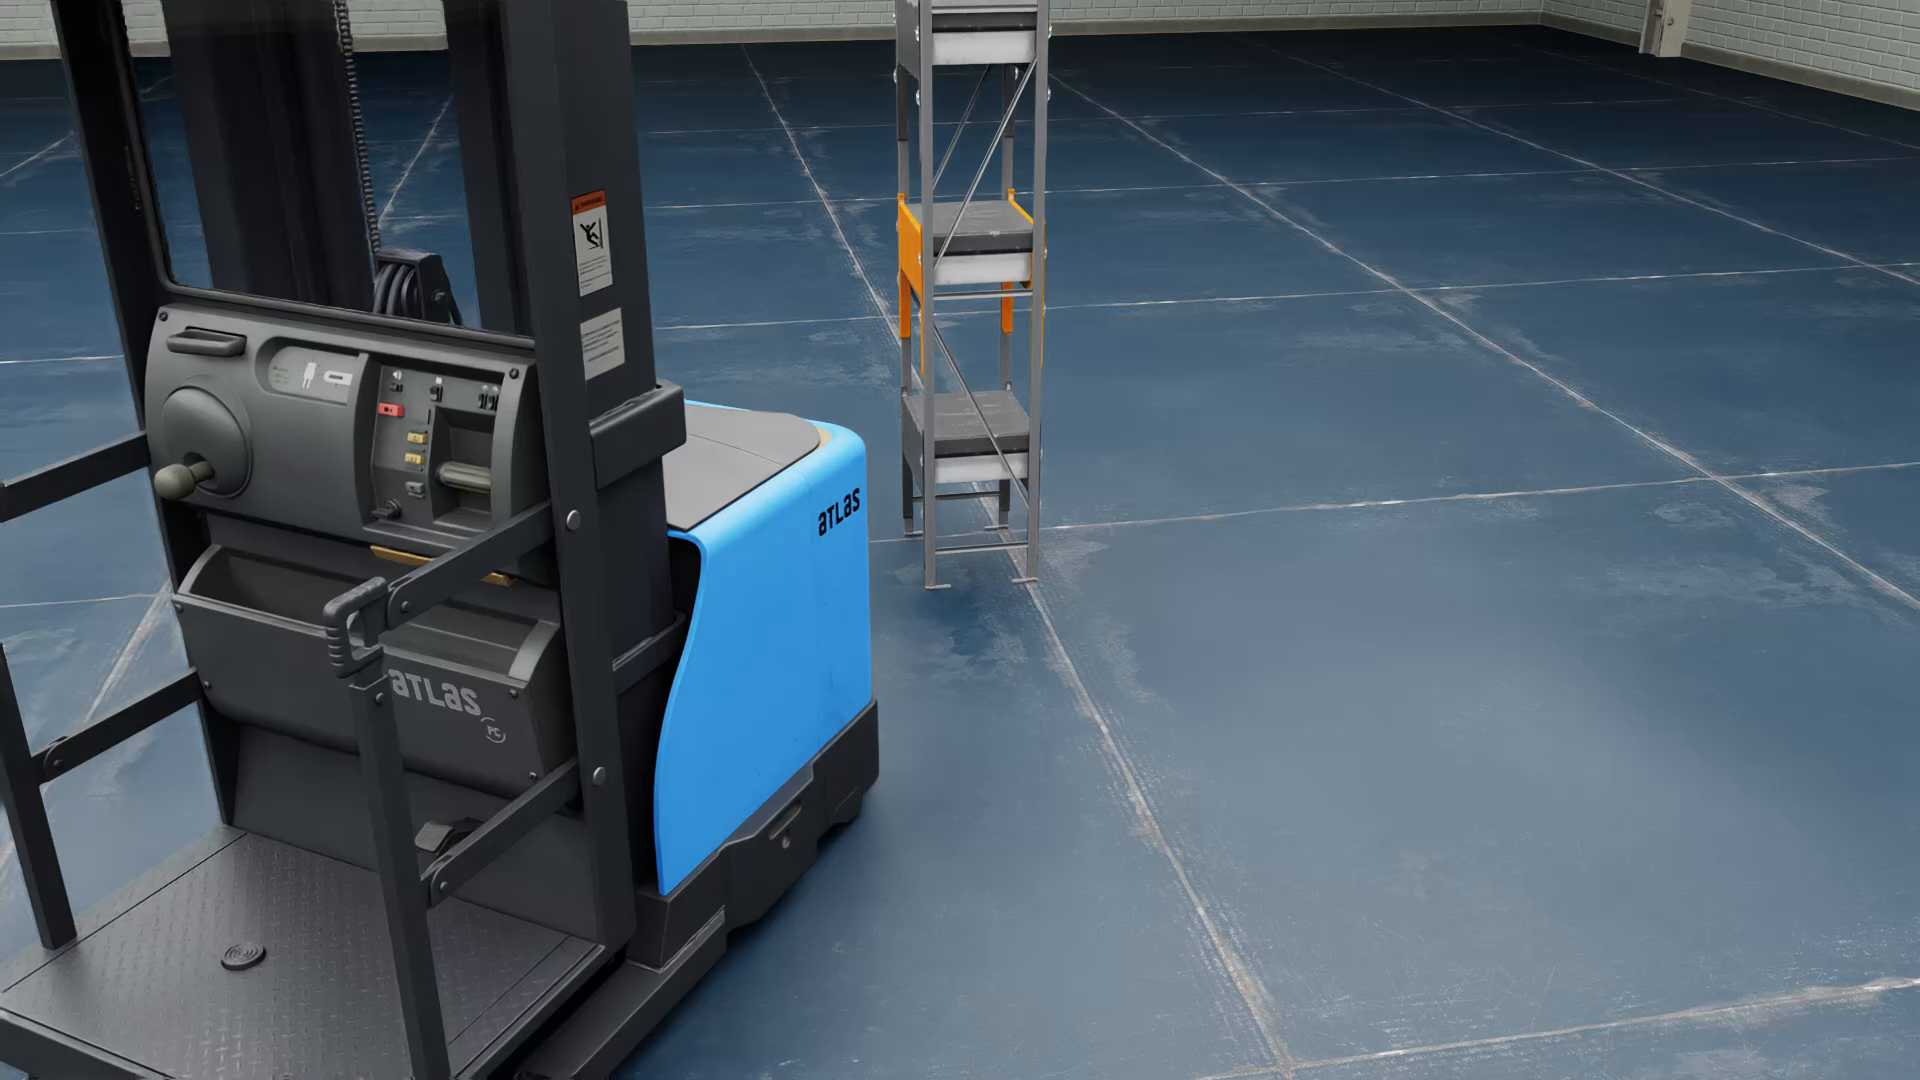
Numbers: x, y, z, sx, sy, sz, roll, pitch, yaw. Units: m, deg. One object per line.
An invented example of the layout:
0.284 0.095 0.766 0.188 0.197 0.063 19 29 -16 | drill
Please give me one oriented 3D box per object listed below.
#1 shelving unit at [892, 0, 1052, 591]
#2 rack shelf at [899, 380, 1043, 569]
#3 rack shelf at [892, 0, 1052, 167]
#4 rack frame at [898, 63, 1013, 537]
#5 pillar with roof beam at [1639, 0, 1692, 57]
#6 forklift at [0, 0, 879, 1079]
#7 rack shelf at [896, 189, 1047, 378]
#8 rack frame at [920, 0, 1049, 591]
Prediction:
0.031 -0.897 5.681 0.431 2.100 0.503 -4 24 -10 | shelving unit
0.031 -0.243 5.966 0.431 0.518 0.480 -4 24 -10 | rack shelf
0.031 -1.526 5.406 0.431 0.518 0.480 -4 24 -10 | rack shelf
-0.015 -0.993 5.900 0.400 2.100 0.015 -4 24 -10 | rack frame
3.710 -9.310 16.323 9.100 9.000 0.400 -4 24 -10 | pillar with roof beam
-1.305 -0.193 3.031 1.130 2.935 3.031 11 26 23 | forklift
0.031 -0.885 5.686 0.431 0.518 0.480 -4 24 -10 | rack shelf
0.076 -0.801 5.461 0.400 2.100 0.015 -4 24 -10 | rack frame
